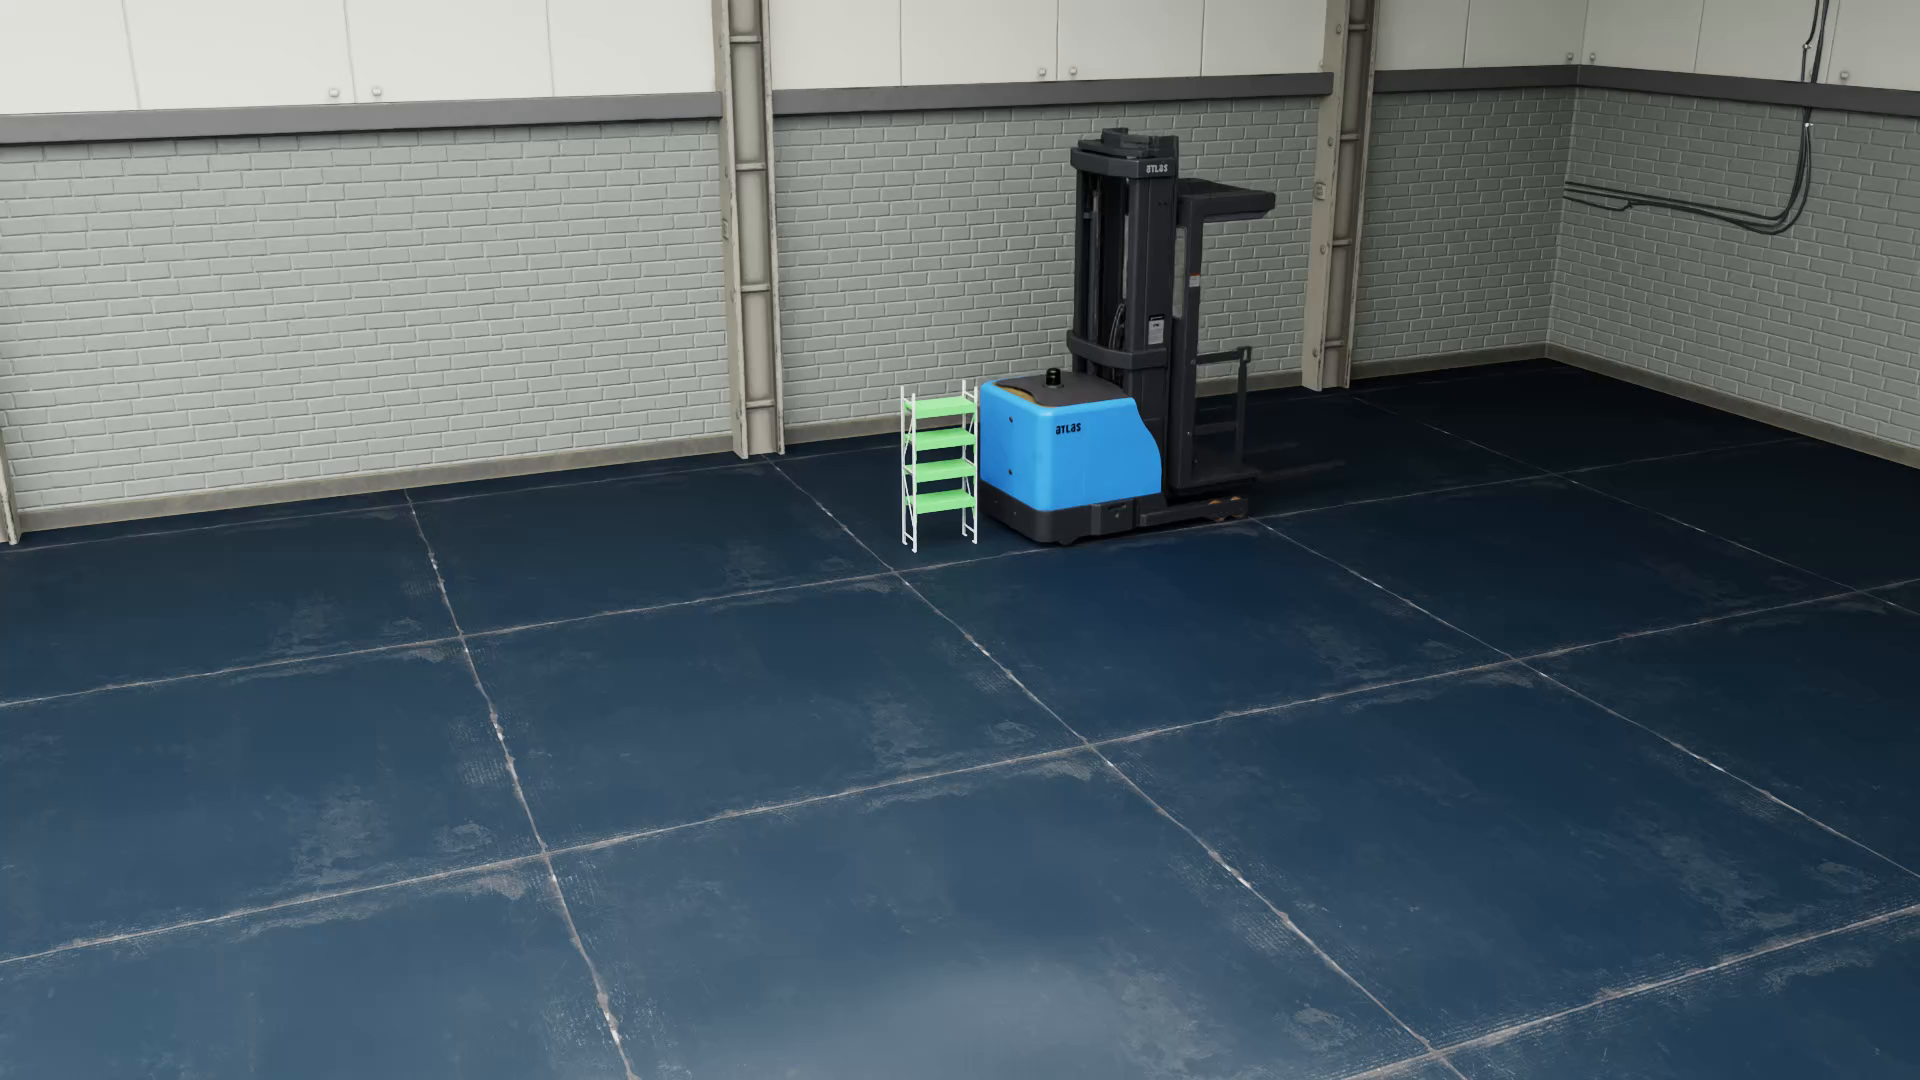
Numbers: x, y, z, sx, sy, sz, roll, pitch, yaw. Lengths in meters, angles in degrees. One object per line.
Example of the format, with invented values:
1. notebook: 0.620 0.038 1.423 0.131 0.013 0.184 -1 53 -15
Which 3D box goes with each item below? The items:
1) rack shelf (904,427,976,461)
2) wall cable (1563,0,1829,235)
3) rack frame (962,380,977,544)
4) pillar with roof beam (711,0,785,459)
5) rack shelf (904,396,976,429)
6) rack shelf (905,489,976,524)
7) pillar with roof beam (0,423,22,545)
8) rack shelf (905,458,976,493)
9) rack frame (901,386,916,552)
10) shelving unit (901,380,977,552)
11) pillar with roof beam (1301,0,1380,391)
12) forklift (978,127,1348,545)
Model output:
1. rack shelf: -0.152 -0.710 12.202 0.480 0.148 0.258 -8 21 -22
2. wall cable: 6.955 -4.336 15.964 0.112 2.526 3.097 -8 21 -22
3. rack frame: 0.072 -0.576 12.352 0.015 1.200 0.240 -8 21 -22
4. pillar with roof beam: -0.078 -3.715 9.522 0.400 9.000 9.100 -8 21 -22
5. rack shelf: -0.152 -0.937 12.123 0.480 0.148 0.258 -8 21 -22
6. rack shelf: -0.152 -0.258 12.362 0.480 0.148 0.258 -8 21 -22
7. pillar with roof beam: -5.588 -2.925 7.280 0.400 9.000 9.100 -8 21 -22
8. rack shelf: -0.152 -0.484 12.282 0.480 0.148 0.258 -8 21 -22
9. rack frame: -0.376 -0.512 12.170 0.015 1.200 0.240 -8 21 -22
10. shelving unit: -0.152 -0.544 12.261 0.503 1.200 0.258 -8 21 -22
11. pillar with roof beam: 5.431 -4.504 11.764 0.400 9.000 9.100 -8 21 -22
12. forklift: 1.690 -1.669 12.848 3.031 2.935 1.130 -10 22 -26
